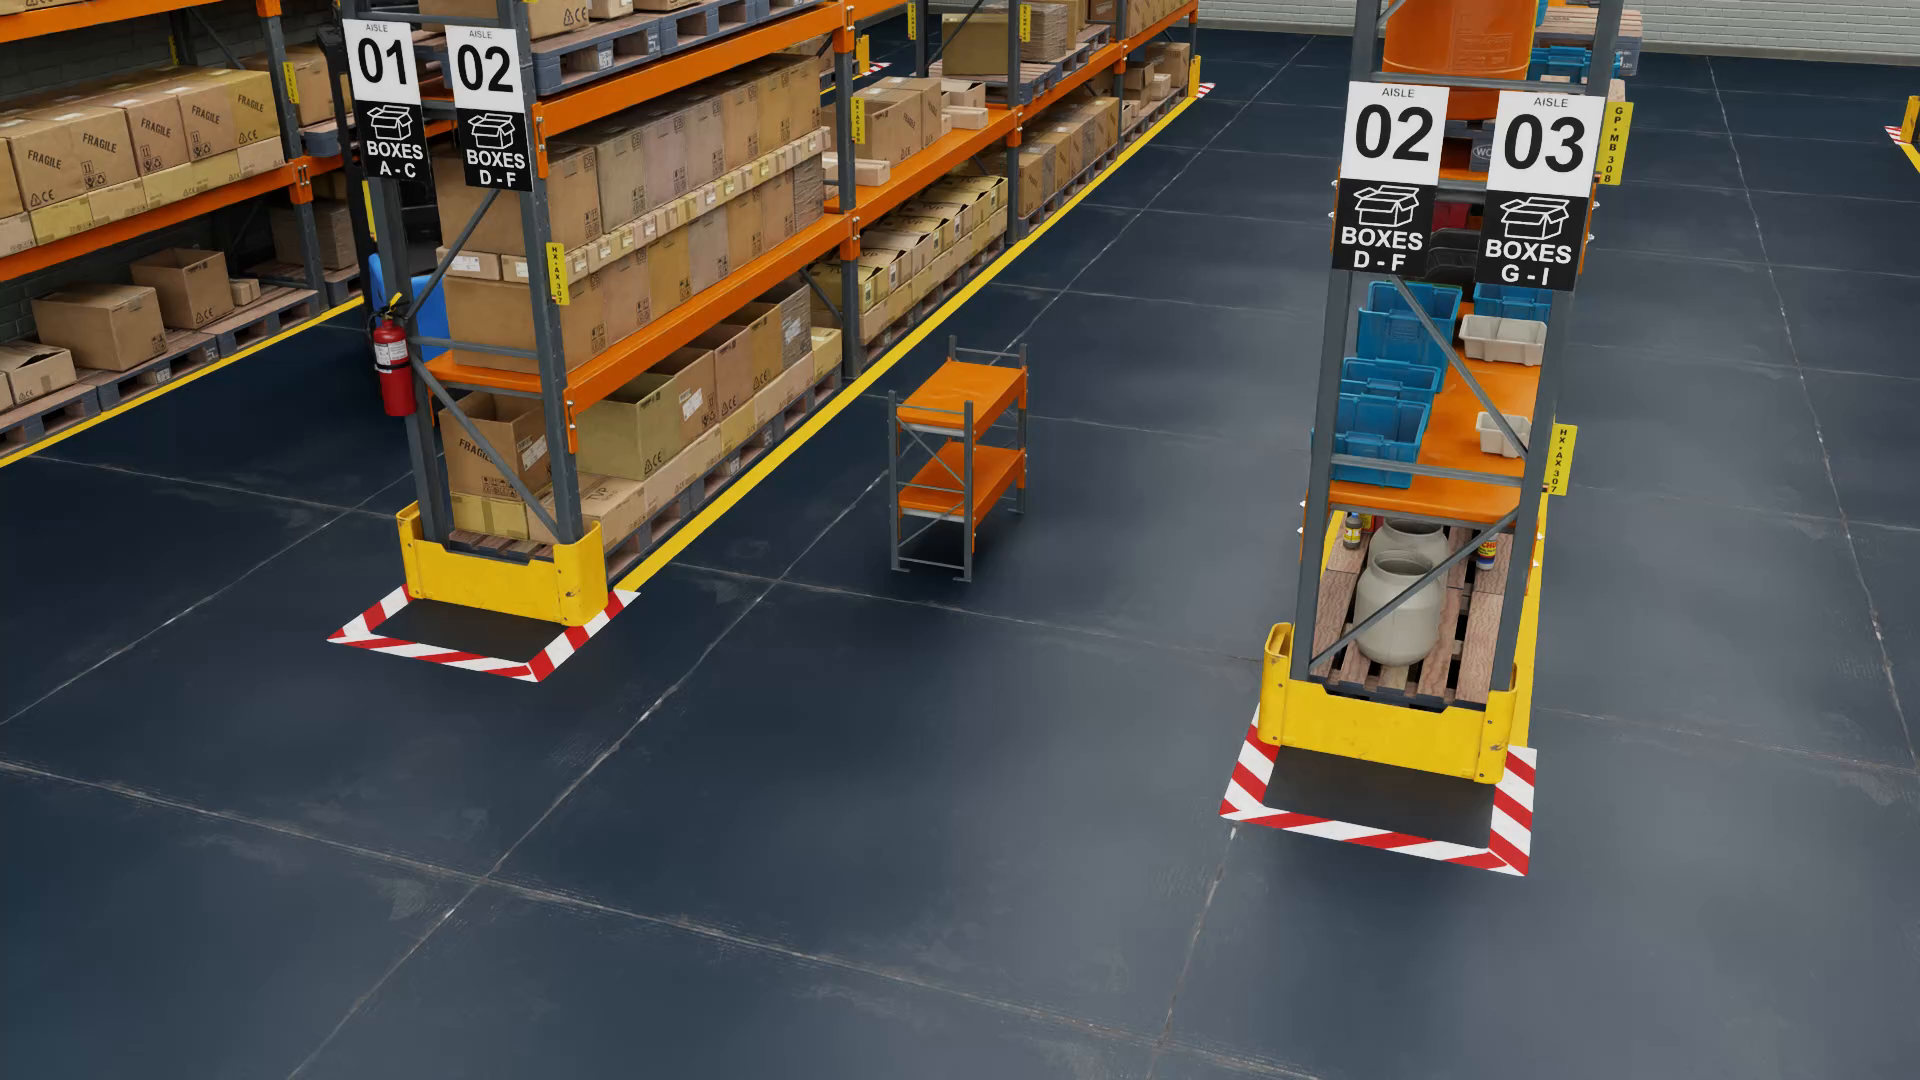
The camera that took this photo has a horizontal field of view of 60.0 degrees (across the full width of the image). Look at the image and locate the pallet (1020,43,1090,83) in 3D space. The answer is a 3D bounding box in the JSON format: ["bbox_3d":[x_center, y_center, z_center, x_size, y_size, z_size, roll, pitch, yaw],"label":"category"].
[{"bbox_3d":[0.716,-5.026,17.409,1.003,0.211,1.213,9,27,17],"label":"pallet"}]

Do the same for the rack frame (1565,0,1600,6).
[{"bbox_3d":[3.412,-4.649,9.526,1.000,3.000,0.127,9,27,17],"label":"rack frame"}]

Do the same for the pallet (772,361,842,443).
[{"bbox_3d":[-1.562,-1.093,12.265,1.003,0.211,1.213,9,27,17],"label":"pallet"}]

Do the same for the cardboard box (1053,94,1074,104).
[{"bbox_3d":[1.014,-4.866,19.221,0.500,0.500,0.500,8,27,15],"label":"cardboard box"}]

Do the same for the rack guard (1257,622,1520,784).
[{"bbox_3d":[2.062,0.782,8.061,1.175,0.500,0.348,9,27,17],"label":"rack guard"}]

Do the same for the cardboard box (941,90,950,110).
[{"bbox_3d":[-0.407,-3.933,15.033,0.500,0.311,0.500,8,27,17],"label":"cardboard box"}]

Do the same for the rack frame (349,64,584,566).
[{"bbox_3d":[-2.589,-1.025,8.925,1.000,3.000,0.127,9,27,17],"label":"rack frame"}]

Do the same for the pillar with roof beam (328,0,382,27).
[{"bbox_3d":[-1.788,-6.696,13.754,9.100,9.000,0.400,9,27,17],"label":"pillar with roof beam"}]

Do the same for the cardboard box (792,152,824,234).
[{"bbox_3d":[-1.399,-2.530,11.920,0.700,0.500,0.500,8,27,16],"label":"cardboard box"}]

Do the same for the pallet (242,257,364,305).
[{"bbox_3d":[-5.672,-2.451,15.069,1.003,0.211,1.213,9,27,17],"label":"pallet"}]

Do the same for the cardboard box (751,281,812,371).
[{"bbox_3d":[-1.383,-1.532,11.784,0.500,0.500,0.500,9,27,17],"label":"cardboard box"}]

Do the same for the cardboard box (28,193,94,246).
[{"bbox_3d":[-6.465,-2.262,11.628,0.500,0.250,0.500,8,27,17],"label":"cardboard box"}]

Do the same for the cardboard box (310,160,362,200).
[{"bbox_3d":[-5.558,-3.282,15.090,0.500,0.250,0.500,8,27,16],"label":"cardboard box"}]

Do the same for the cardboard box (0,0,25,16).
[{"bbox_3d":[-6.533,-3.677,10.822,0.500,0.500,0.500,10,28,20],"label":"cardboard box"}]

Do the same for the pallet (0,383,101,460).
[{"bbox_3d":[-6.932,-0.847,11.756,1.003,0.211,1.213,9,27,17],"label":"pallet"}]

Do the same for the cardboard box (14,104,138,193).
[{"bbox_3d":[-6.307,-2.800,11.880,0.500,0.500,0.500,10,27,19],"label":"cardboard box"}]

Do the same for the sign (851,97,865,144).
[{"bbox_3d":[-0.734,-3.014,11.949,0.100,0.325,0.005,9,27,17],"label":"sign"}]

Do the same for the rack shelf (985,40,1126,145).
[{"bbox_3d":[0.739,-4.811,17.569,1.077,0.370,4.000,9,27,17],"label":"rack shelf"}]

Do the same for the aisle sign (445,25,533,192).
[{"bbox_3d":[-2.322,-2.124,8.211,0.394,0.787,0.004,9,27,17],"label":"aisle sign"}]

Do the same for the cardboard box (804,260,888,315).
[{"bbox_3d":[-0.885,-2.006,12.981,0.500,0.311,0.500,9,27,18],"label":"cardboard box"}]

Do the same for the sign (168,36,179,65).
[{"bbox_3d":[-6.455,-3.986,13.711,0.100,0.325,0.005,9,27,17],"label":"sign"}]

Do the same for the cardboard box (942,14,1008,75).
[{"bbox_3d":[0.177,-4.822,16.170,0.700,0.500,0.500,0,26,0],"label":"cardboard box"}]

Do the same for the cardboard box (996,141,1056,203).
[{"bbox_3d":[0.663,-3.747,16.911,0.500,0.500,0.500,8,27,16],"label":"cardboard box"}]

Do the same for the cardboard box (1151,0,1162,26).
[{"bbox_3d":[2.167,-6.587,20.299,0.500,0.500,0.500,9,27,17],"label":"cardboard box"}]

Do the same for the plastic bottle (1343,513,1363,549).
[{"bbox_3d":[2.279,-0.062,9.642,0.097,0.201,0.097,0,26,0],"label":"plastic bottle"}]

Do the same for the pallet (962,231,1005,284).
[{"bbox_3d":[-0.237,-2.725,15.636,1.003,0.211,1.213,9,27,17],"label":"pallet"}]

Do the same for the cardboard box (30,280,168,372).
[{"bbox_3d":[-6.465,-1.615,12.506,0.700,0.500,0.500,7,27,14],"label":"cardboard box"}]

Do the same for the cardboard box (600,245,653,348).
[{"bbox_3d":[-2.251,-1.476,9.743,0.700,0.500,0.500,9,27,19],"label":"cardboard box"}]

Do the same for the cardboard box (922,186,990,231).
[{"bbox_3d":[-0.035,-3.051,15.139,0.500,0.311,0.500,8,27,17],"label":"cardboard box"}]

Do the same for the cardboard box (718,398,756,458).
[{"bbox_3d":[-1.700,-0.781,11.094,0.500,0.250,0.500,9,27,17],"label":"cardboard box"}]

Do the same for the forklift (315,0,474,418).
[{"bbox_3d":[-4.131,-2.806,12.681,1.130,2.935,3.031,-11,28,-22],"label":"forklift"}]

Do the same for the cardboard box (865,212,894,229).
[{"bbox_3d":[-0.887,-2.706,14.427,0.500,0.311,0.500,8,27,17],"label":"cardboard box"}]

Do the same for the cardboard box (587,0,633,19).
[{"bbox_3d":[-2.031,-2.972,9.150,0.380,0.149,0.250,9,27,17],"label":"cardboard box"}]

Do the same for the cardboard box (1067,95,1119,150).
[{"bbox_3d":[1.511,-4.785,19.054,0.500,0.500,0.500,9,27,17],"label":"cardboard box"}]

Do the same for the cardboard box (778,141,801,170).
[{"bbox_3d":[-1.315,-2.654,11.429,0.380,0.149,0.250,8,27,16],"label":"cardboard box"}]

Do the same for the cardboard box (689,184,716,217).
[{"bbox_3d":[-1.743,-2.123,10.335,0.380,0.149,0.250,9,27,18],"label":"cardboard box"}]

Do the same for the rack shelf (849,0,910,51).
[{"bbox_3d":[-0.592,-4.517,13.520,1.077,0.370,4.000,9,27,17],"label":"rack shelf"}]

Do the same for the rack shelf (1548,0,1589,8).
[{"bbox_3d":[4.078,-3.797,12.034,1.077,0.370,4.000,9,27,17],"label":"rack shelf"}]

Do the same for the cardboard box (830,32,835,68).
[{"bbox_3d":[-2.076,-7.079,23.815,0.700,0.500,0.500,9,27,17],"label":"cardboard box"}]

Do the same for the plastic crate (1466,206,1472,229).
[{"bbox_3d":[3.486,-2.440,11.866,0.392,0.384,0.575,9,27,17],"label":"plastic crate"}]

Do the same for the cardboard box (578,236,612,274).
[{"bbox_3d":[-2.170,-1.601,9.255,0.380,0.149,0.250,8,27,16],"label":"cardboard box"}]

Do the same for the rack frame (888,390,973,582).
[{"bbox_3d":[-0.167,-0.300,9.579,0.500,1.125,0.032,9,27,17],"label":"rack frame"}]

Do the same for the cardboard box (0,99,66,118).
[{"bbox_3d":[-6.792,-2.871,12.026,0.500,0.500,0.500,9,27,18],"label":"cardboard box"}]

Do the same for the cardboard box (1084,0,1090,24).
[{"bbox_3d":[1.329,-6.244,19.589,0.500,0.500,0.500,9,27,18],"label":"cardboard box"}]

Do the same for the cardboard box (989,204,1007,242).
[{"bbox_3d":[0.128,-3.012,15.703,0.500,0.250,0.500,9,27,19],"label":"cardboard box"}]

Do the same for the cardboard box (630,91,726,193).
[{"bbox_3d":[-1.900,-2.496,10.359,0.700,0.500,0.500,9,27,17],"label":"cardboard box"}]

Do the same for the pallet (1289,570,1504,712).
[{"bbox_3d":[2.338,0.579,8.812,1.003,0.211,1.213,9,27,17],"label":"pallet"}]

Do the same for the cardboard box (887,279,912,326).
[{"bbox_3d":[-0.718,-1.960,13.529,0.500,0.250,0.500,9,27,19],"label":"cardboard box"}]

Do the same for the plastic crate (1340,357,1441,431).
[{"bbox_3d":[2.187,-0.753,8.534,0.499,0.251,0.408,9,27,17],"label":"plastic crate"}]

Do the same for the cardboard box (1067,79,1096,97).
[{"bbox_3d":[1.327,-5.305,20.127,0.500,0.500,0.500,9,27,17],"label":"cardboard box"}]

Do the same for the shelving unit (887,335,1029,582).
[{"bbox_3d":[0.002,-0.509,10.011,0.538,1.125,1.048,9,27,17],"label":"shelving unit"}]

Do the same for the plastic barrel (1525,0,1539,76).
[{"bbox_3d":[2.341,-2.416,7.658,0.600,0.588,0.600,0,26,0],"label":"plastic barrel"}]
